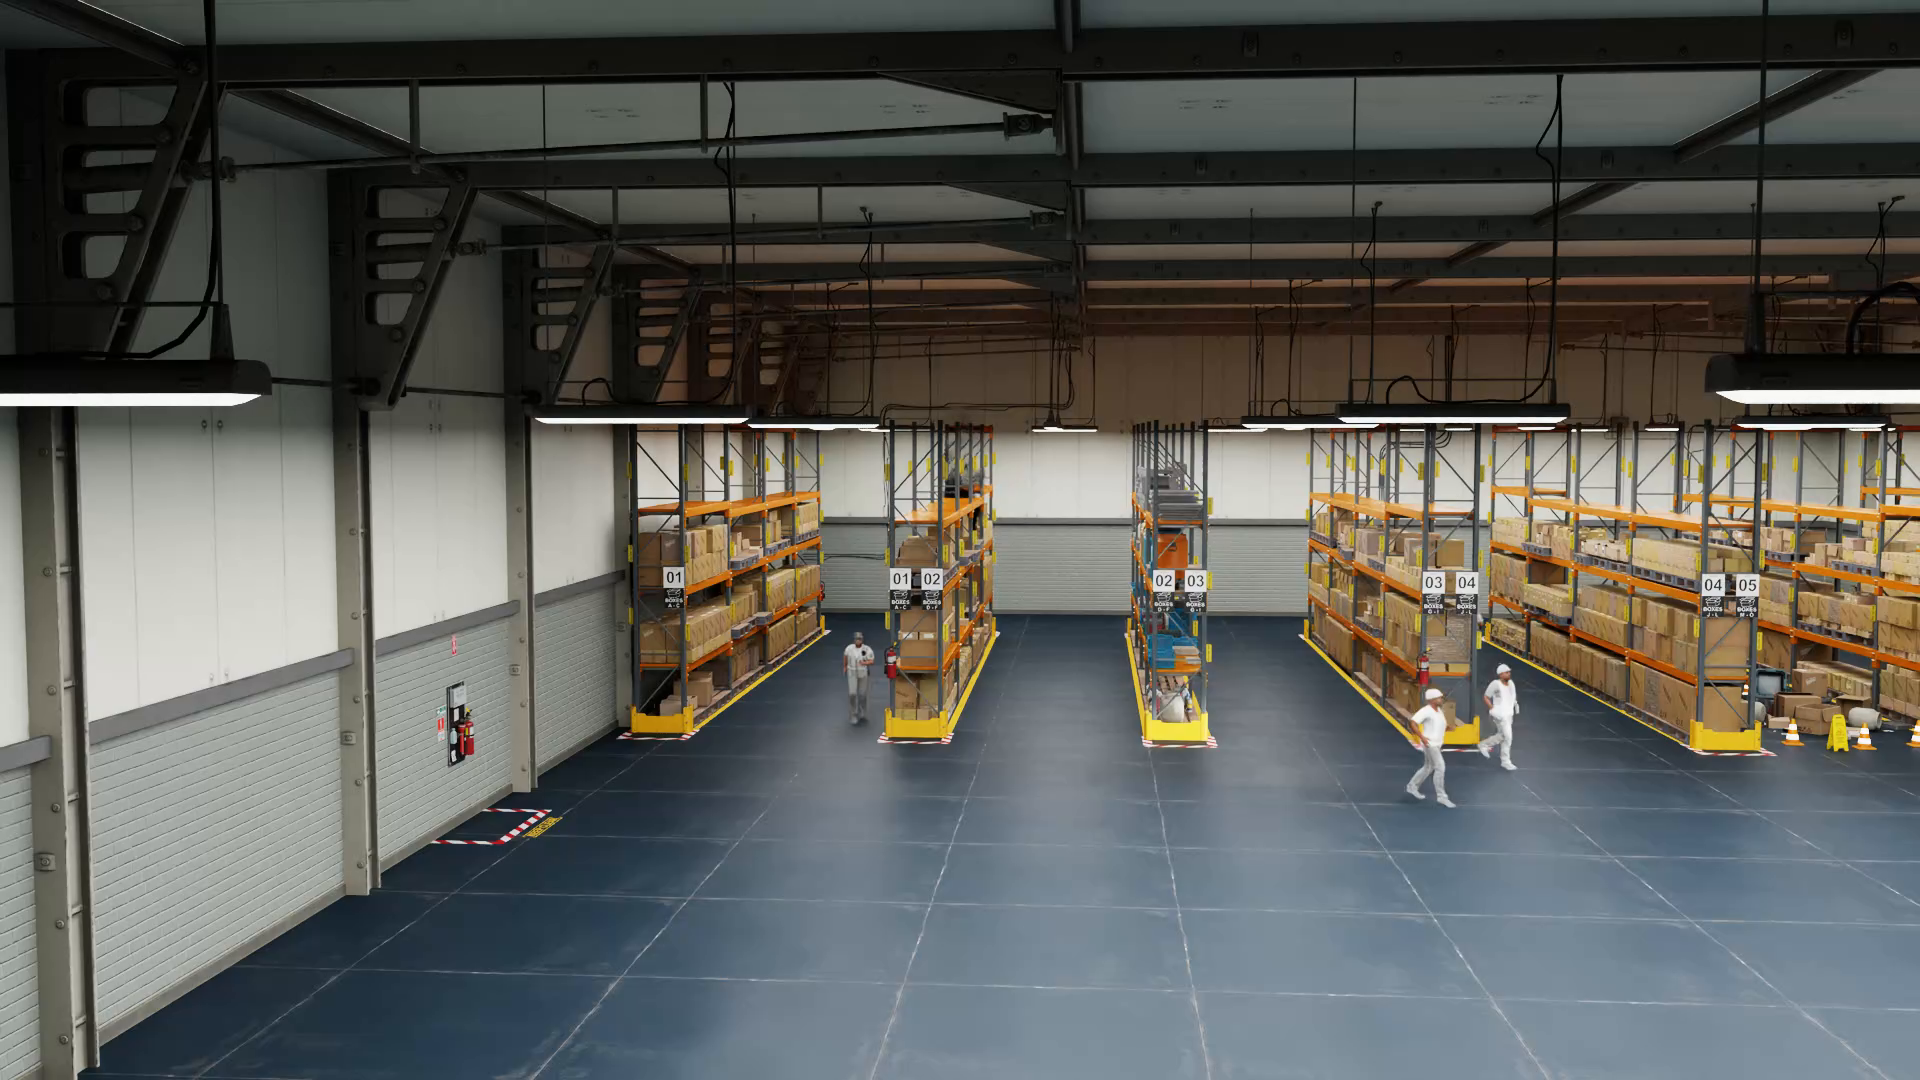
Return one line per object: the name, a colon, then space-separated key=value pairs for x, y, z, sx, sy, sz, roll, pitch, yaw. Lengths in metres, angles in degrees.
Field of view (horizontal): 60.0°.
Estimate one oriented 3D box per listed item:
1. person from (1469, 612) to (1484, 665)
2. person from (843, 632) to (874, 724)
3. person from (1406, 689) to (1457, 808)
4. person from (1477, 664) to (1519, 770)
person: x=12.401 y=2.362 z=40.309 sx=0.574 sy=1.737 sz=0.730 roll=0 pitch=4 yaw=1
person: x=-2.025 y=2.743 z=33.231 sx=0.629 sy=1.841 sz=0.862 roll=0 pitch=4 yaw=-2
person: x=7.320 y=3.192 z=25.738 sx=0.817 sy=1.793 sz=0.687 roll=2 pitch=4 yaw=32
person: x=9.284 y=3.025 z=28.682 sx=0.678 sy=1.795 sz=0.818 roll=-3 pitch=5 yaw=-38
